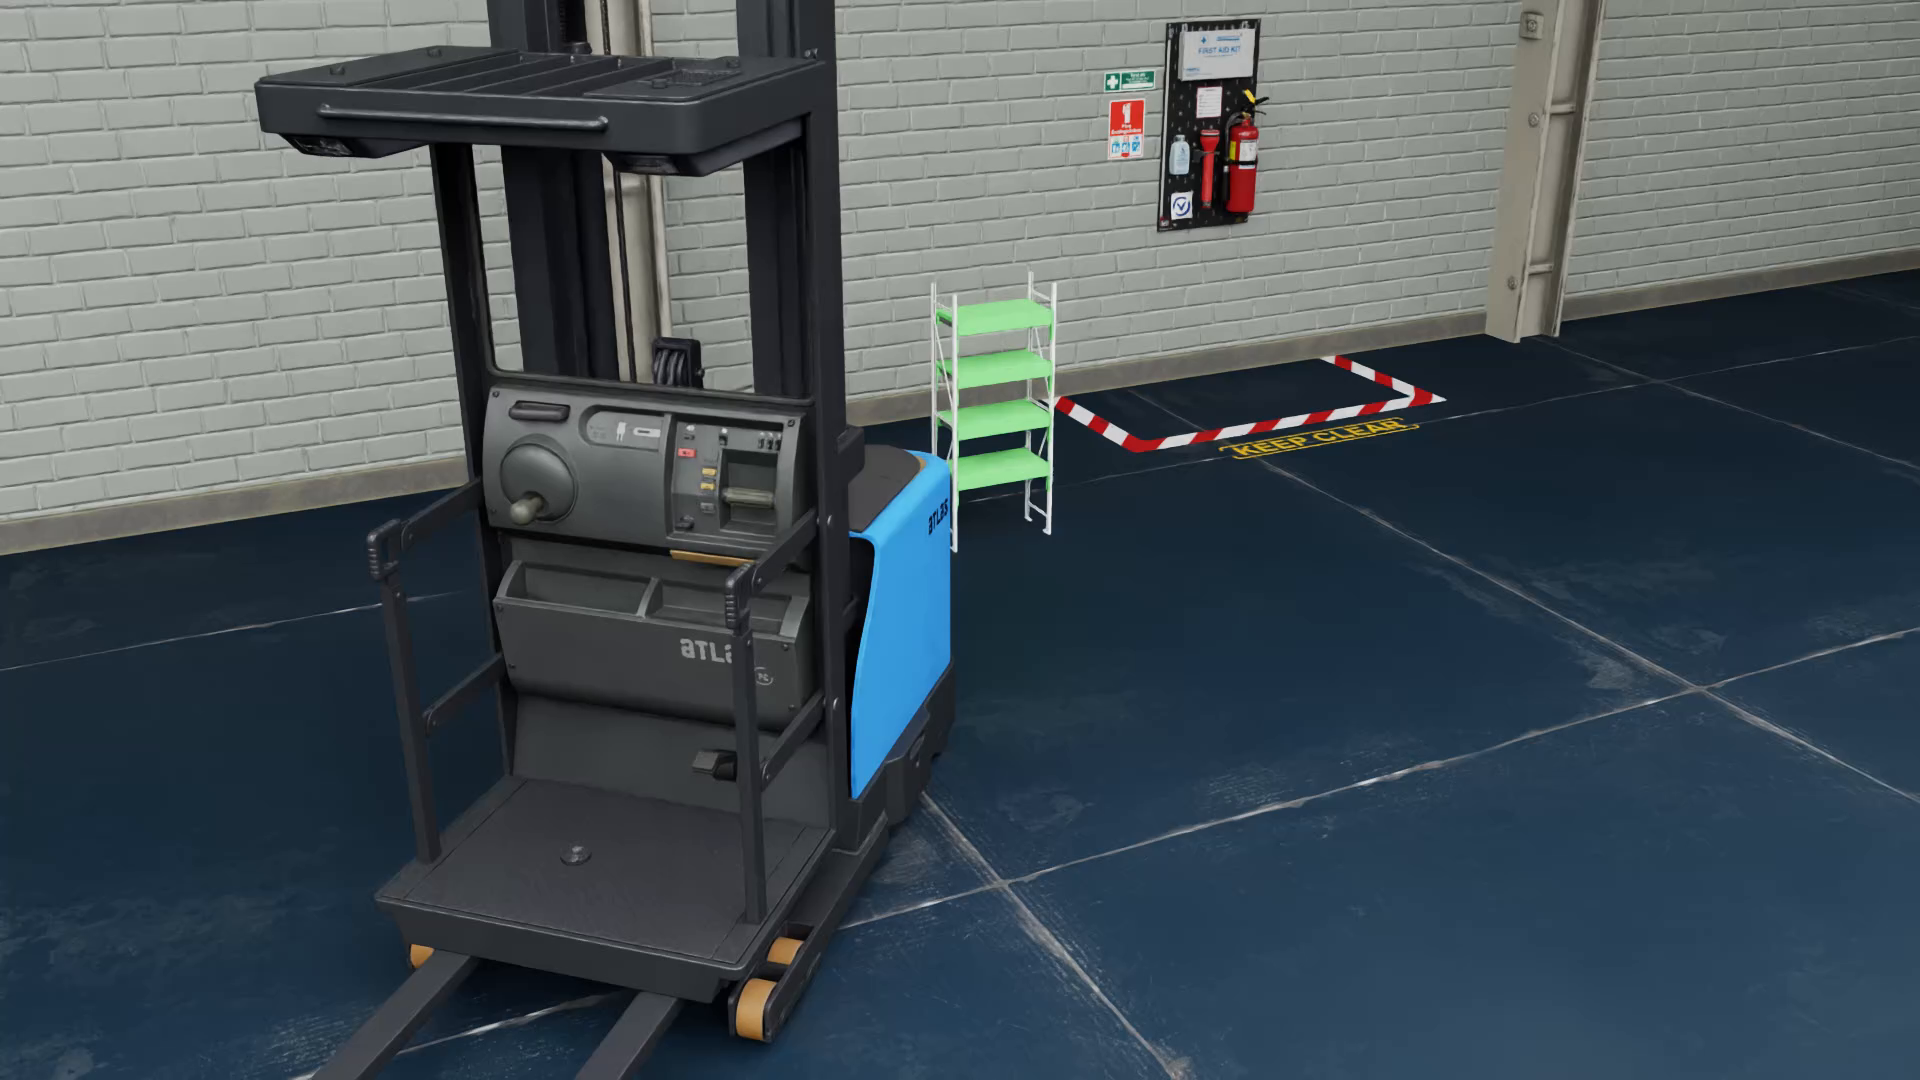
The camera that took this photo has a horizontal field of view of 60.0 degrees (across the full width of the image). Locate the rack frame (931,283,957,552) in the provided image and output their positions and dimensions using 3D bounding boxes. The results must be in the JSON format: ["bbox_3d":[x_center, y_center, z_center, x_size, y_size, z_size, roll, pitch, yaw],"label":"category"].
[{"bbox_3d":[-0.071,-0.541,7.489,0.015,1.200,0.240,-10,25,-24],"label":"rack frame"}]

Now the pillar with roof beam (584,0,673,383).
[{"bbox_3d":[0.187,-3.049,3.350,0.400,9.000,9.100,-10,25,-24],"label":"pillar with roof beam"}]

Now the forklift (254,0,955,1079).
[{"bbox_3d":[-0.933,-0.172,4.334,1.130,2.935,3.031,7,23,15],"label":"forklift"}]

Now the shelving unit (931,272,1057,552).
[{"bbox_3d":[0.149,-0.582,7.587,0.503,1.200,0.258,-10,25,-24],"label":"shelving unit"}]

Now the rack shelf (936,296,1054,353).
[{"bbox_3d":[0.149,-0.966,7.428,0.480,0.148,0.258,-10,25,-24],"label":"rack shelf"}]

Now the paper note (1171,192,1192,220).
[{"bbox_3d":[1.293,-1.947,9.683,0.142,0.148,0.016,-10,25,-24],"label":"paper note"}]

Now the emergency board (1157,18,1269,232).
[{"bbox_3d":[1.483,-2.359,9.528,0.643,1.169,0.194,-10,25,-24],"label":"emergency board"}]

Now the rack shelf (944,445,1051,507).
[{"bbox_3d":[0.149,-0.301,7.703,0.480,0.148,0.258,-10,25,-24],"label":"rack shelf"}]

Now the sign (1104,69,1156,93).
[{"bbox_3d":[0.948,-2.562,9.278,0.331,0.109,0.001,-10,25,-24],"label":"sign"}]

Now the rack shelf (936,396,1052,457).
[{"bbox_3d":[0.149,-0.523,7.611,0.480,0.148,0.258,-10,25,-24],"label":"rack shelf"}]

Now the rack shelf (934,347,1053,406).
[{"bbox_3d":[0.149,-0.745,7.519,0.480,0.148,0.258,-10,25,-24],"label":"rack shelf"}]

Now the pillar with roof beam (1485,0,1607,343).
[{"bbox_3d":[5.593,-4.044,5.755,0.400,9.000,9.100,-10,25,-24],"label":"pillar with roof beam"}]

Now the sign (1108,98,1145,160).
[{"bbox_3d":[0.940,-2.320,9.385,0.234,0.329,0.001,-10,25,-24],"label":"sign"}]

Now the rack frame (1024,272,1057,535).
[{"bbox_3d":[0.369,-0.622,7.685,0.015,1.200,0.240,-10,25,-24],"label":"rack frame"}]
